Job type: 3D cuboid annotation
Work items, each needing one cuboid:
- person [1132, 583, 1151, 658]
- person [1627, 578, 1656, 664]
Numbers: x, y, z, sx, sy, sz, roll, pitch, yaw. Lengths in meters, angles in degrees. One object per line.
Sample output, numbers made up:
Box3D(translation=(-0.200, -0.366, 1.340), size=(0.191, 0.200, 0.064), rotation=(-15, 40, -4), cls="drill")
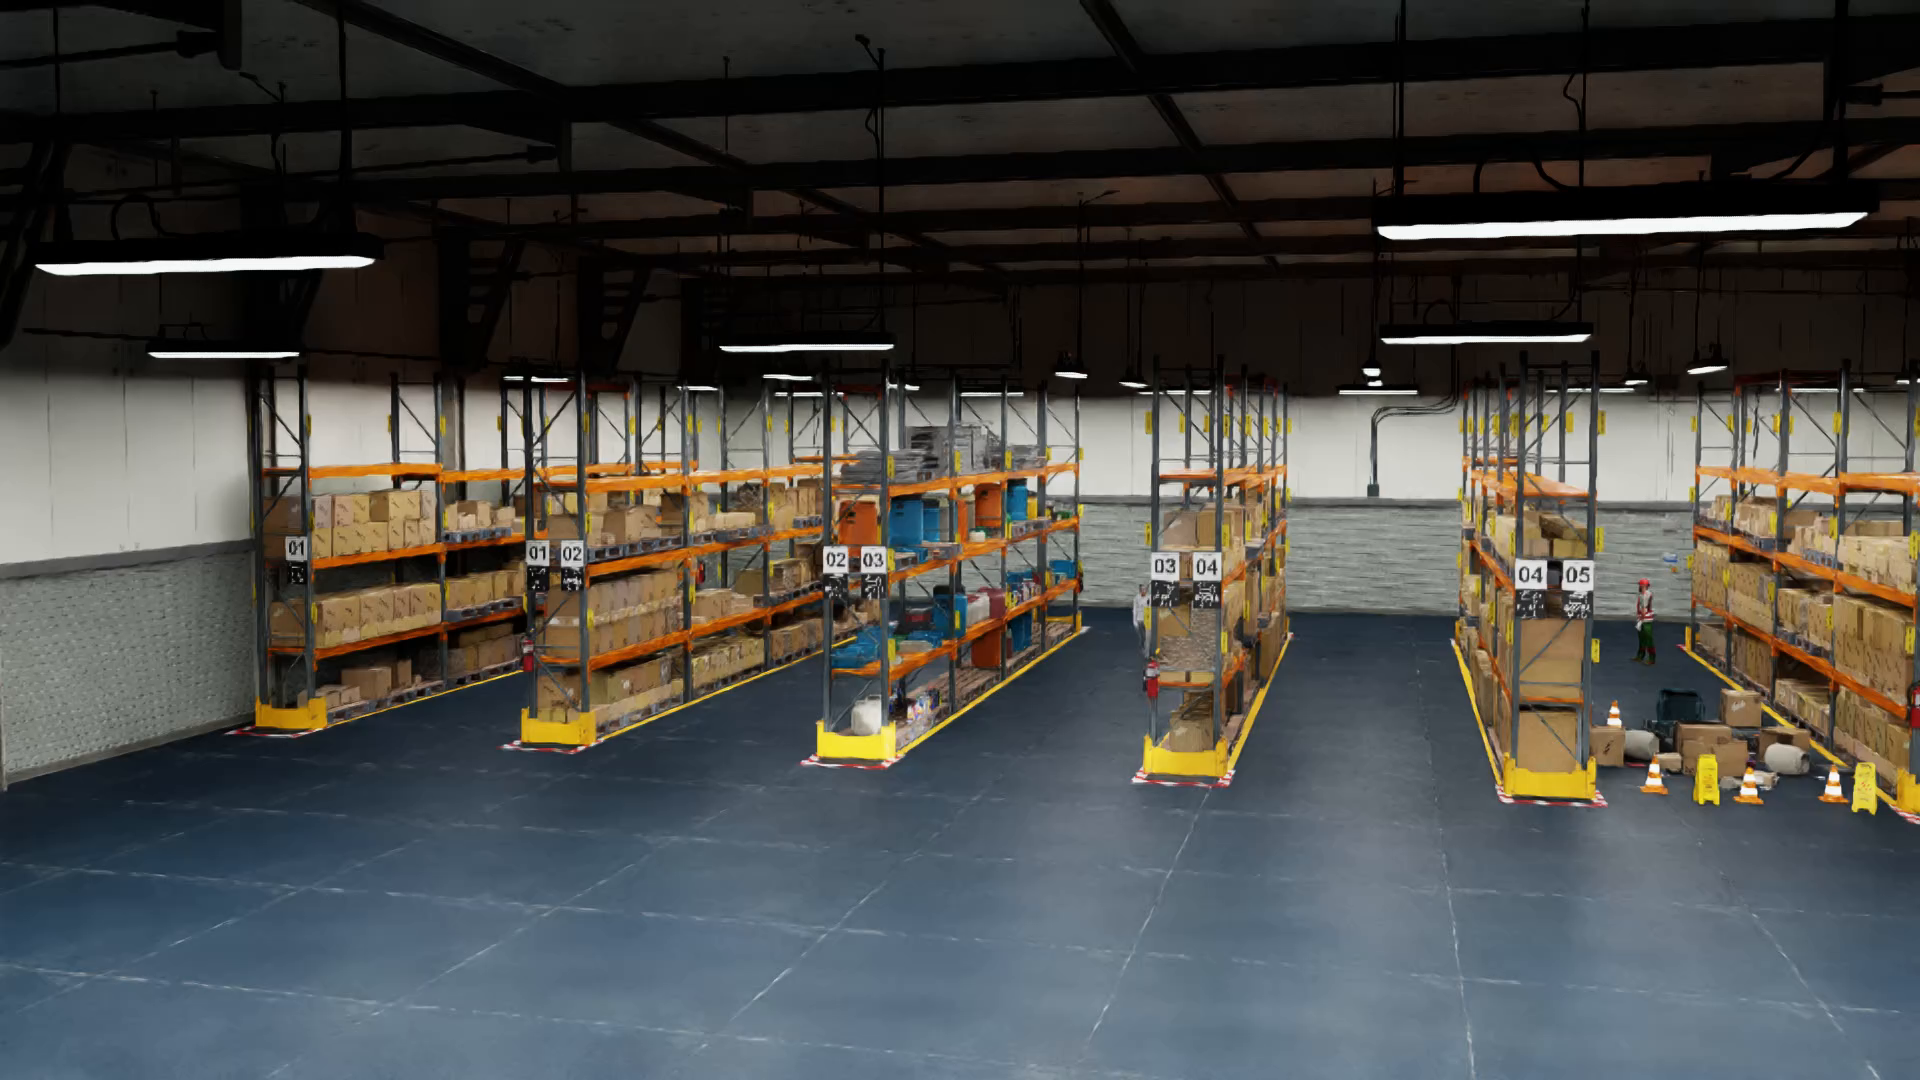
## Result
Box3D(translation=(3.964, 1.713, 35.905), size=(0.495, 1.589, 1.086), rotation=(1, 4, 16), cls="person")
Box3D(translation=(14.322, 1.692, 34.880), size=(0.575, 1.786, 0.680), rotation=(2, 4, 26), cls="person")
